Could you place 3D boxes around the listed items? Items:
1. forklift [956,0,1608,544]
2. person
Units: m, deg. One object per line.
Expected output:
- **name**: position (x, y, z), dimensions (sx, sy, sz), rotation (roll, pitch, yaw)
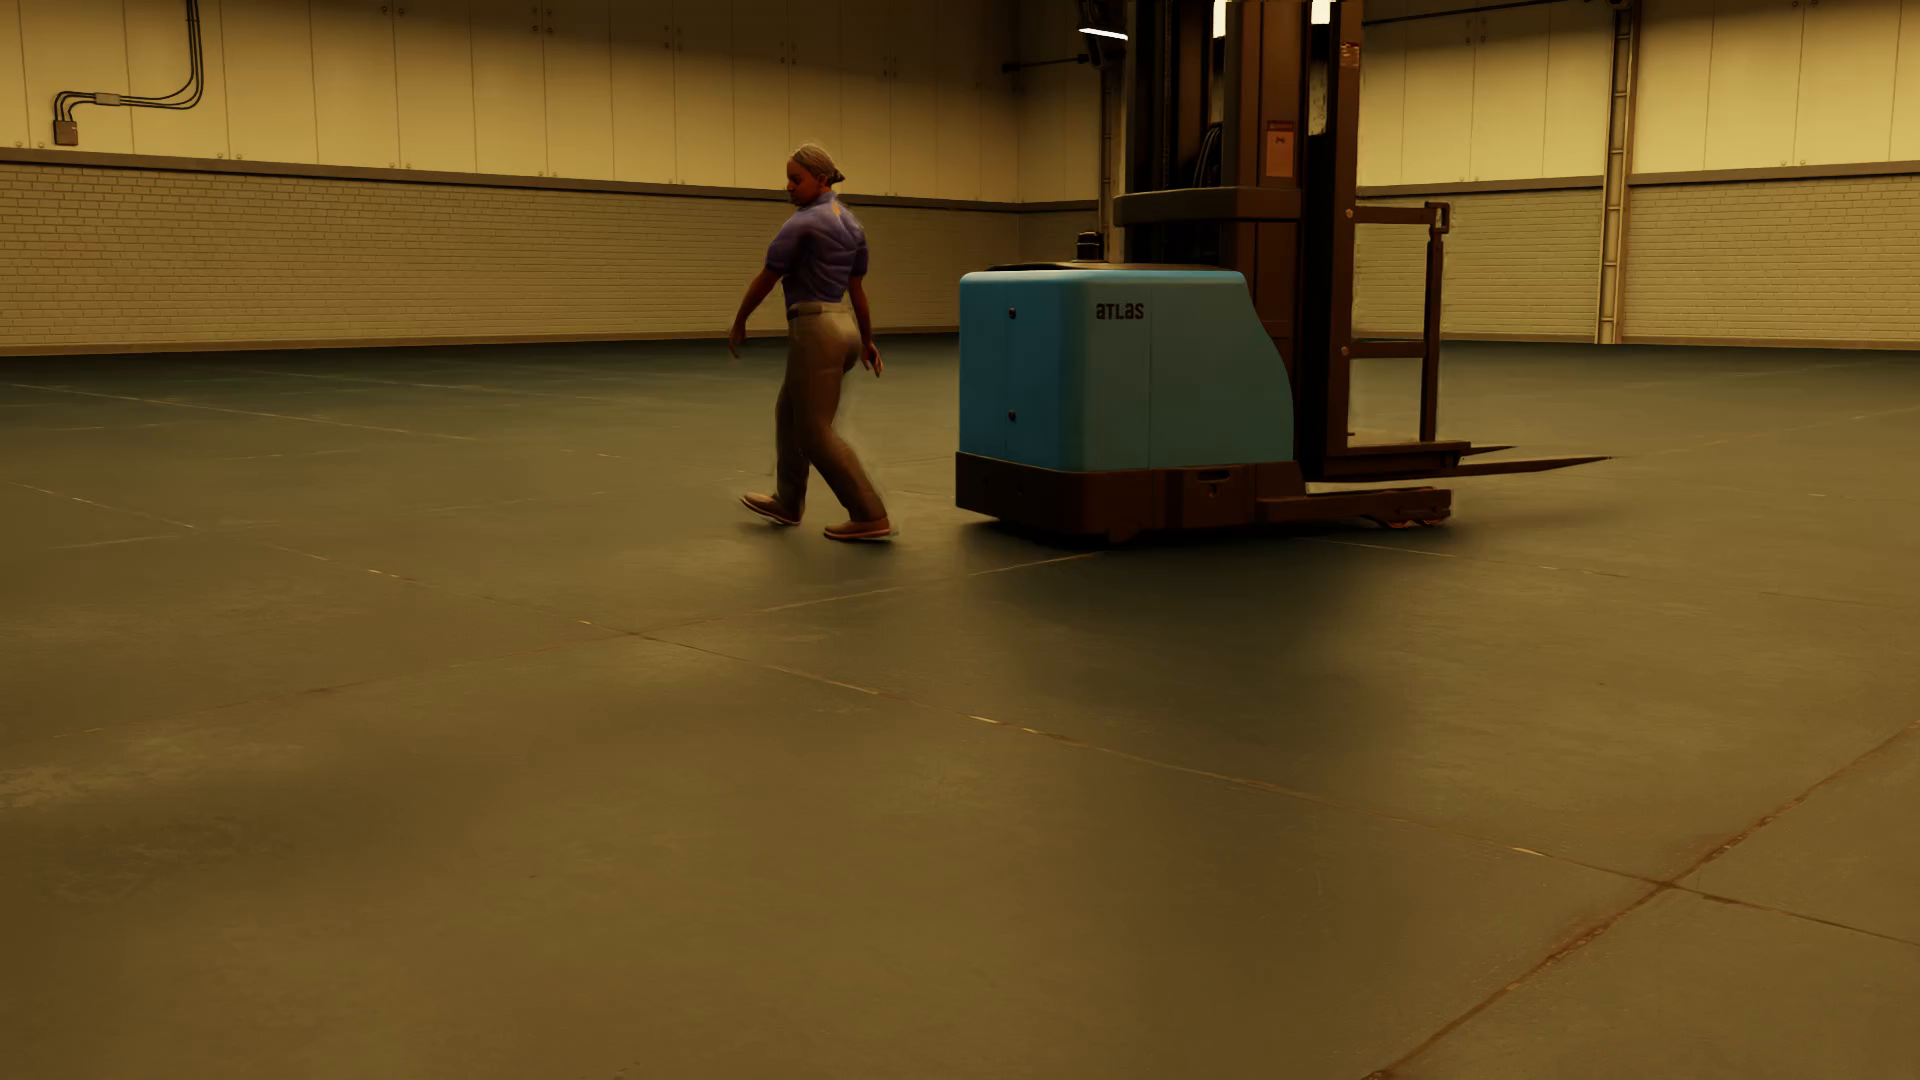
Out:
- **forklift**: position (1.536, -1.562, 7.245), dimensions (3.031, 2.935, 1.130), rotation (-4, 10, -26)
- **person**: position (-0.603, -0.818, 6.865), dimensions (0.839, 1.588, 0.597), rotation (3, 9, 21)
